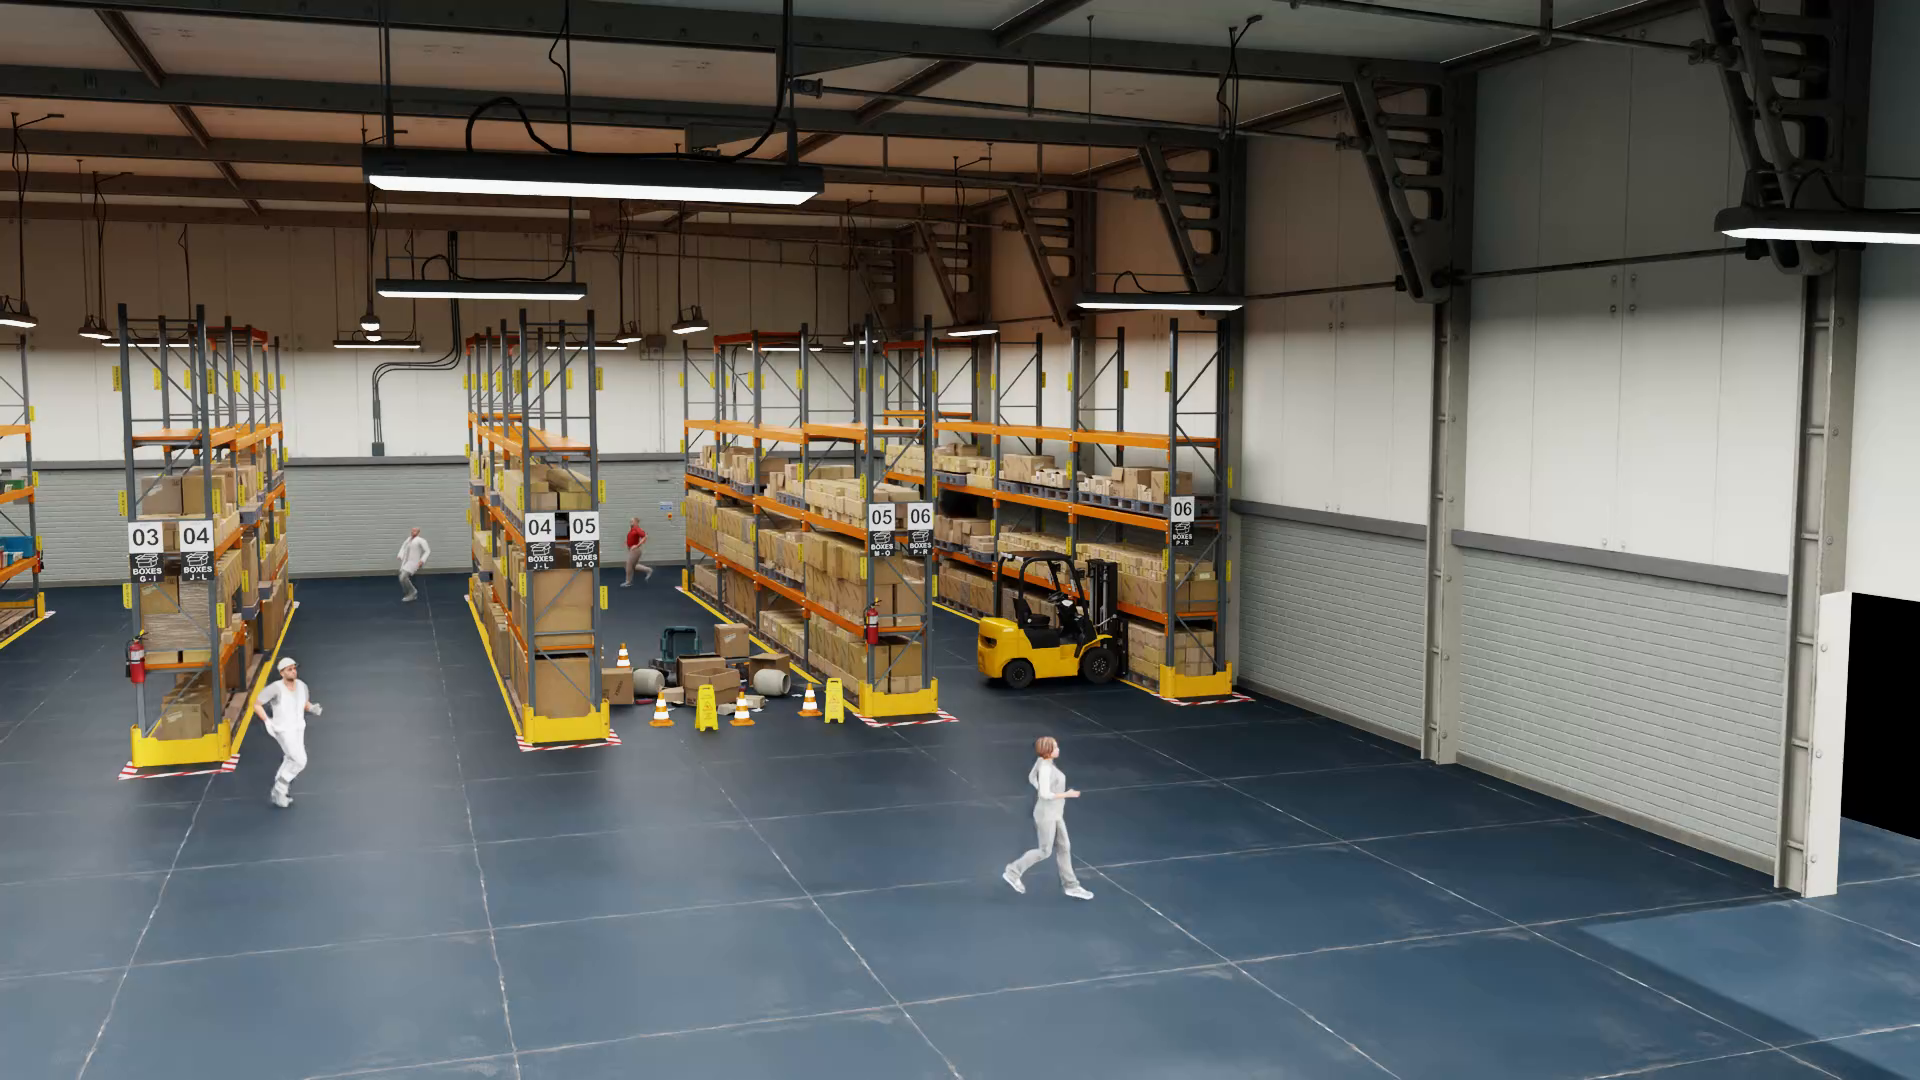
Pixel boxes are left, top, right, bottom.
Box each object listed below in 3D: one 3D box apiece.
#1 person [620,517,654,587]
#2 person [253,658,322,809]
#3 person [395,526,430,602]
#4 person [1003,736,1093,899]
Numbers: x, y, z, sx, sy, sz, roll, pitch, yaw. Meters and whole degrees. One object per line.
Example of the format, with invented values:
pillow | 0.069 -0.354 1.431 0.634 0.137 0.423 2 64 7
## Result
person | -7.937 0.295 40.836 0.864 1.718 0.665 -2 6 -23
person | -7.863 2.264 19.600 0.667 1.770 0.624 2 6 22
person | -12.553 0.555 37.965 0.769 1.734 0.600 4 7 34
person | 0.850 2.662 15.990 0.873 1.580 0.545 1 6 10
